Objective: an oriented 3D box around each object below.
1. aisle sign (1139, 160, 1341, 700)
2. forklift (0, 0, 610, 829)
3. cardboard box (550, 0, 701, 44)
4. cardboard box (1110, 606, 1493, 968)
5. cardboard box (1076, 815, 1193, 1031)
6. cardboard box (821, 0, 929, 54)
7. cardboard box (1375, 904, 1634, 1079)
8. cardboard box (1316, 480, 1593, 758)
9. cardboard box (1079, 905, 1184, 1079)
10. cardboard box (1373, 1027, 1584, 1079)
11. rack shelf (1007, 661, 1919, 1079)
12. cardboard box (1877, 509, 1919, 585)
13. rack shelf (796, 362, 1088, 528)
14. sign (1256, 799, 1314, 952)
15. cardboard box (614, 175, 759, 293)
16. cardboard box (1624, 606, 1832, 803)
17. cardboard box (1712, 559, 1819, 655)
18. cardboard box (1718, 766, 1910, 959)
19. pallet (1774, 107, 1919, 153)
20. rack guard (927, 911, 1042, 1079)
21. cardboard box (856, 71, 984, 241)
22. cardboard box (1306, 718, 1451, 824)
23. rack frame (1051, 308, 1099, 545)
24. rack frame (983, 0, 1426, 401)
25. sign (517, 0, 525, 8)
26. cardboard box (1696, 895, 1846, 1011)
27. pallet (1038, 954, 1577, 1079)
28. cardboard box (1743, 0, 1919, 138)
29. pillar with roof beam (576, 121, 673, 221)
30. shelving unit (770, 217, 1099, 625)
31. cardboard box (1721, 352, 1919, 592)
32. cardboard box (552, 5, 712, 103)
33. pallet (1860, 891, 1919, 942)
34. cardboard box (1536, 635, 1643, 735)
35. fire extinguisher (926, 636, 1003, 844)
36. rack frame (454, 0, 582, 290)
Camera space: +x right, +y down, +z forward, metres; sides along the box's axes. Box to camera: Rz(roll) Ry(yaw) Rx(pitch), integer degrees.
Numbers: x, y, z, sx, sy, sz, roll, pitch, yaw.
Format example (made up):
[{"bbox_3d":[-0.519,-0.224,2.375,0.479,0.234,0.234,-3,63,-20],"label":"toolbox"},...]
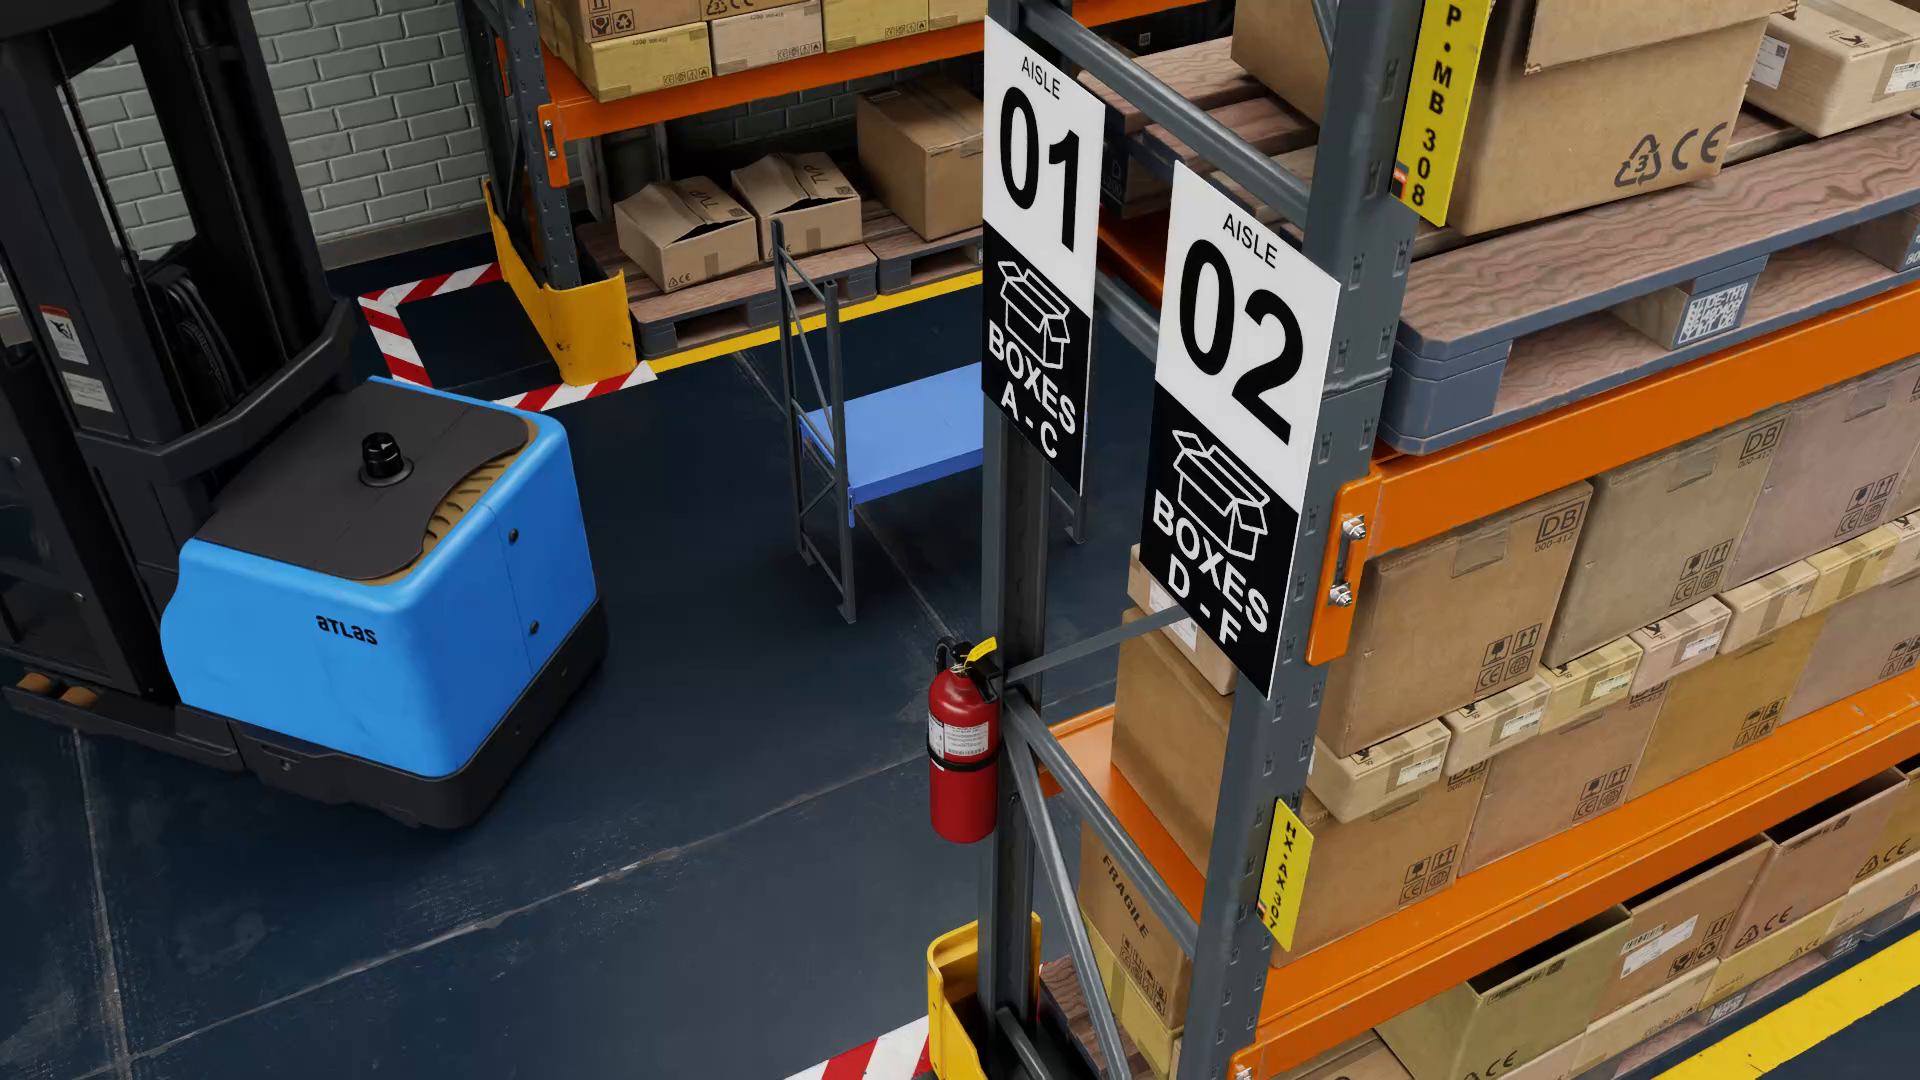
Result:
[{"bbox_3d":[0.413,-0.152,2.595,0.004,0.787,0.394,-19,44,-21],"label":"aisle sign"},{"bbox_3d":[-2.876,-0.740,5.356,3.031,2.935,1.130,13,42,15],"label":"forklift"},{"bbox_3d":[-1.400,-2.399,6.783,0.500,0.500,0.500,-19,44,-21],"label":"cardboard box"},{"bbox_3d":[0.750,0.475,3.790,0.500,0.500,0.700,-19,44,-21],"label":"cardboard box"},{"bbox_3d":[0.668,0.918,4.567,0.500,0.500,0.500,-19,44,-21],"label":"cardboard box"},{"bbox_3d":[-0.474,-2.418,7.385,0.500,0.250,0.500,-19,44,-21],"label":"cardboard box"},{"bbox_3d":[1.351,1.065,4.392,0.500,0.500,0.500,-19,44,-21],"label":"cardboard box"},{"bbox_3d":[0.797,-0.036,3.389,0.500,0.500,0.700,-18,44,-20],"label":"cardboard box"},{"bbox_3d":[0.669,1.205,4.808,0.500,0.250,0.500,-19,44,-21],"label":"cardboard box"},{"bbox_3d":[1.350,1.351,4.636,0.500,0.250,0.500,-19,44,-21],"label":"cardboard box"},{"bbox_3d":[2.103,0.323,4.603,4.000,0.370,1.077,-19,44,-21],"label":"rack shelf"},{"bbox_3d":[2.141,-0.092,3.958,0.250,0.149,0.380,-18,44,-20],"label":"cardboard box"},{"bbox_3d":[-0.076,-0.410,6.352,1.000,0.185,0.538,-19,44,-21],"label":"rack shelf"},{"bbox_3d":[0.581,0.605,2.983,0.005,0.325,0.100,-19,44,-21],"label":"sign"},{"bbox_3d":[-1.307,-1.489,7.928,0.500,0.311,0.500,-24,46,-25],"label":"cardboard box"},{"bbox_3d":[1.656,0.171,4.149,0.500,0.500,0.700,-18,44,-20],"label":"cardboard box"},{"bbox_3d":[1.692,0.057,3.782,0.250,0.149,0.380,-20,44,-22],"label":"cardboard box"},{"bbox_3d":[2.240,0.770,4.742,0.500,0.500,0.500,-19,44,-21],"label":"cardboard box"},{"bbox_3d":[2.052,-1.029,3.390,1.213,0.211,1.003,-19,44,-21],"label":"pallet"},{"bbox_3d":[0.308,1.607,4.465,0.348,0.500,1.175,-19,44,-21],"label":"rack guard"},{"bbox_3d":[-0.127,-1.921,8.292,0.500,0.500,0.700,-21,45,-23],"label":"cardboard box"},{"bbox_3d":[0.777,0.366,3.417,0.250,0.149,0.380,-19,44,-21],"label":"cardboard box"},{"bbox_3d":[0.375,-0.699,6.415,0.032,1.500,0.500,-19,44,-21],"label":"rack frame"},{"bbox_3d":[0.330,-1.644,1.728,0.127,3.000,1.000,-19,44,-21],"label":"rack frame"},{"bbox_3d":[-1.711,-2.212,6.371,0.005,0.325,0.100,-19,44,-21],"label":"sign"},{"bbox_3d":[2.239,1.055,4.985,0.500,0.250,0.500,-19,44,-21],"label":"cardboard box"},{"bbox_3d":[0.989,1.457,4.865,1.213,0.211,1.003,-19,44,-21],"label":"pallet"},{"bbox_3d":[1.455,-0.867,2.893,0.250,0.149,0.380,-19,44,-21],"label":"cardboard box"},{"bbox_3d":[0.248,-2.720,2.998,0.400,9.000,9.100,-19,44,-21],"label":"pillar with roof beam"},{"bbox_3d":[-0.076,-0.547,6.235,1.048,1.500,0.538,-19,44,-21],"label":"shelving unit"},{"bbox_3d":[1.707,-0.347,3.756,0.500,0.500,0.700,-18,44,-20],"label":"cardboard box"},{"bbox_3d":[-1.382,-2.106,7.017,0.500,0.250,0.500,-20,44,-22],"label":"cardboard box"},{"bbox_3d":[3.153,0.729,5.725,1.213,0.211,1.003,-19,44,-21],"label":"pallet"},{"bbox_3d":[1.232,0.212,3.599,0.250,0.149,0.380,-18,44,-20],"label":"cardboard box"},{"bbox_3d":[0.010,0.444,3.964,0.183,0.674,0.296,-19,44,-21],"label":"fire extinguisher"},{"bbox_3d":[-1.962,-2.192,7.018,0.127,3.000,1.000,-19,44,-21],"label":"rack frame"}]
